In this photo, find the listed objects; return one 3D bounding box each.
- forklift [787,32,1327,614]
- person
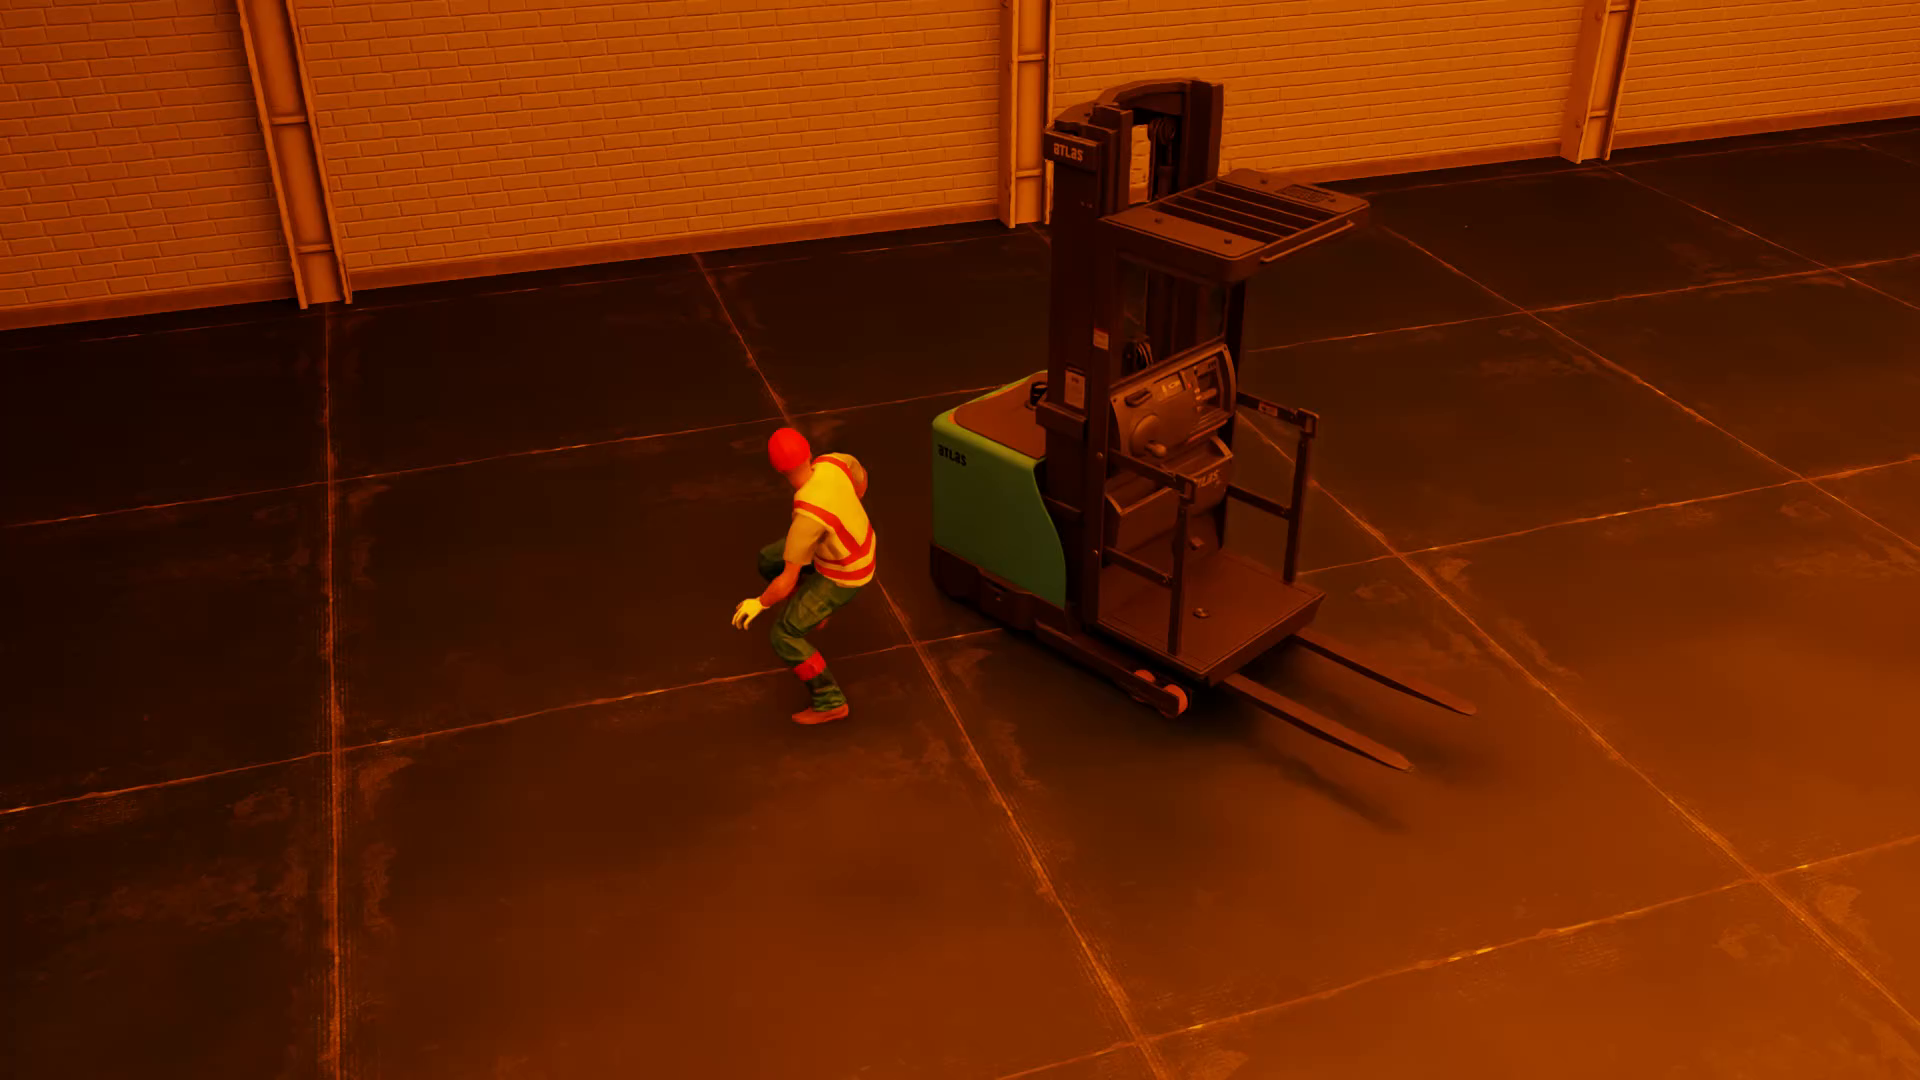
[{"bbox_3d":[0.568,-1.158,9.099,3.031,2.935,1.130,12,32,19],"label":"forklift"},{"bbox_3d":[-1.134,0.308,7.712,0.451,1.777,0.620,13,32,21],"label":"person"}]
